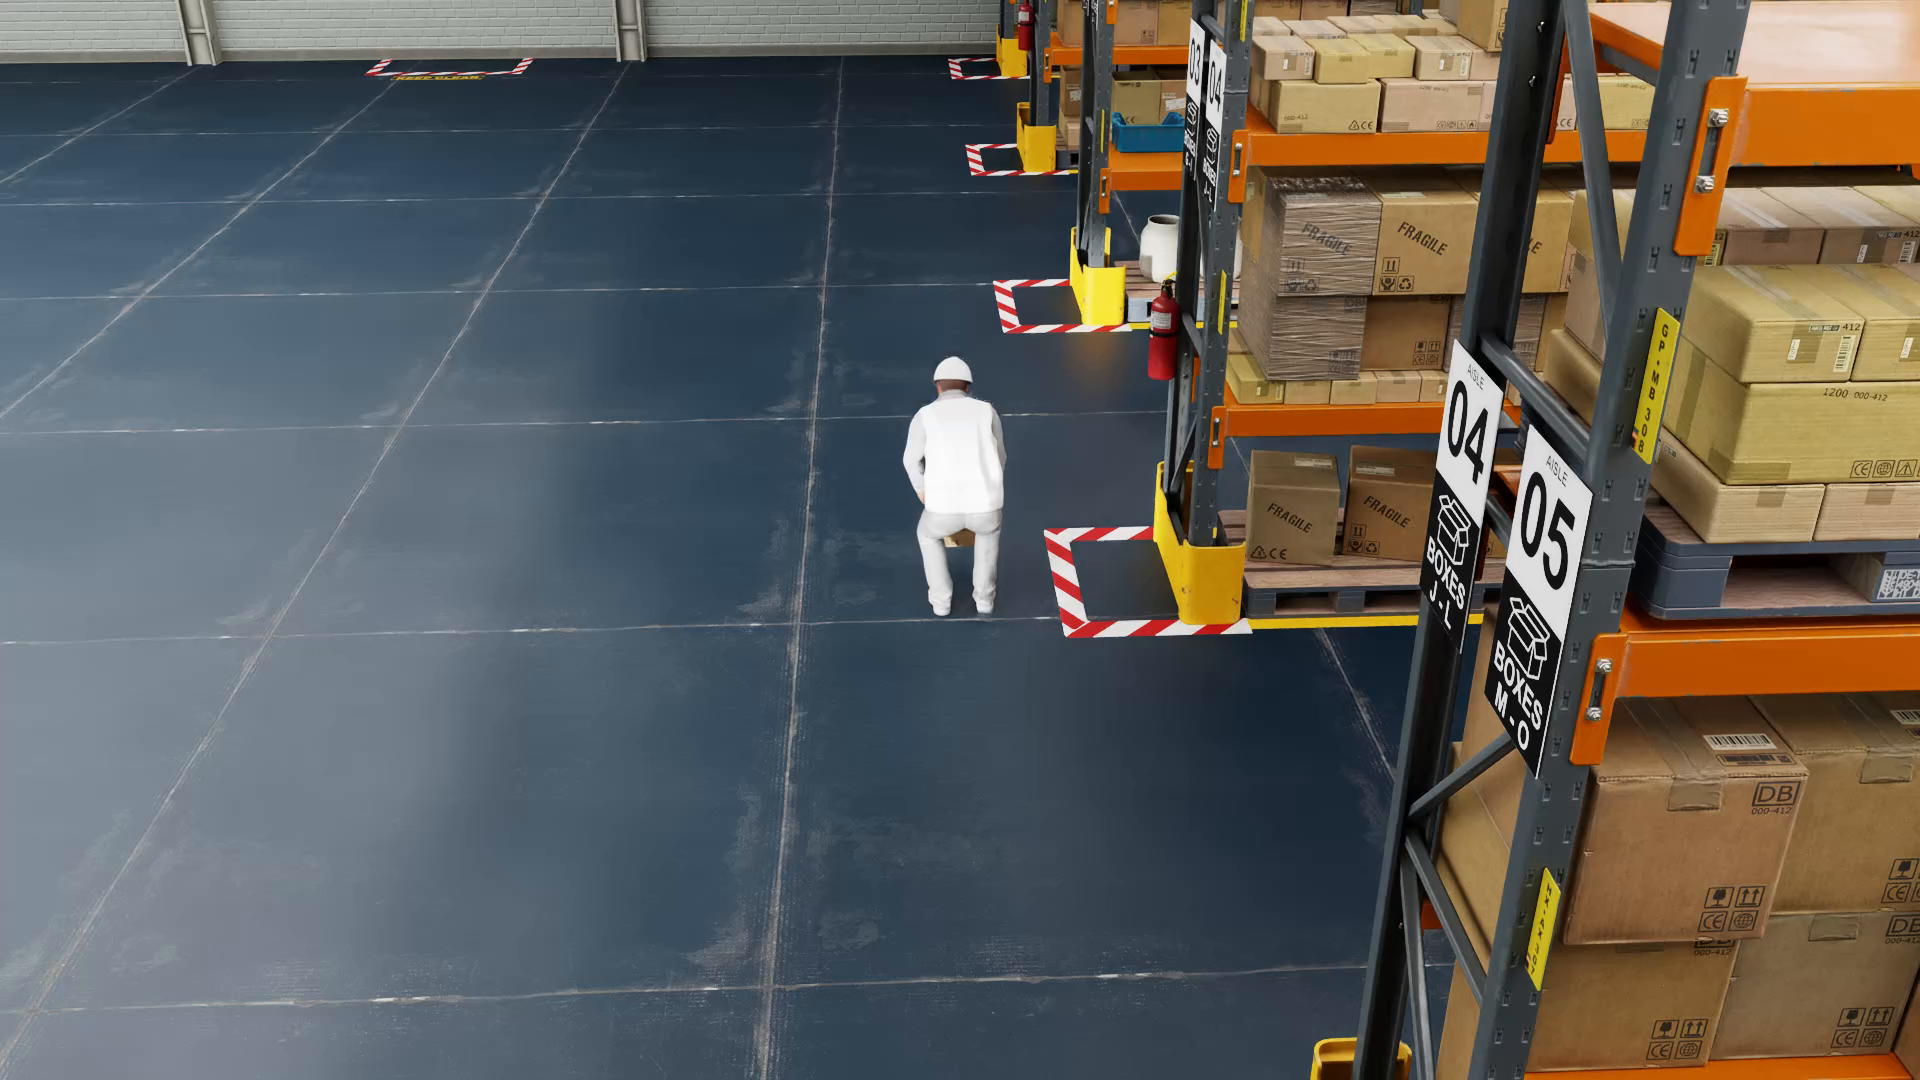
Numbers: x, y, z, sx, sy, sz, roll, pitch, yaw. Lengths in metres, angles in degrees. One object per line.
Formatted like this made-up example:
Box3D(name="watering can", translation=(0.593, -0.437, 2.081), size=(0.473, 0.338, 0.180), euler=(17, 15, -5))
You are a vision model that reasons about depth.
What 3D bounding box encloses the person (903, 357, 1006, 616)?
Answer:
Box3D(name="person", translation=(-0.025, -0.281, 9.521), size=(0.592, 1.422, 0.768), euler=(-1, 27, -2))
